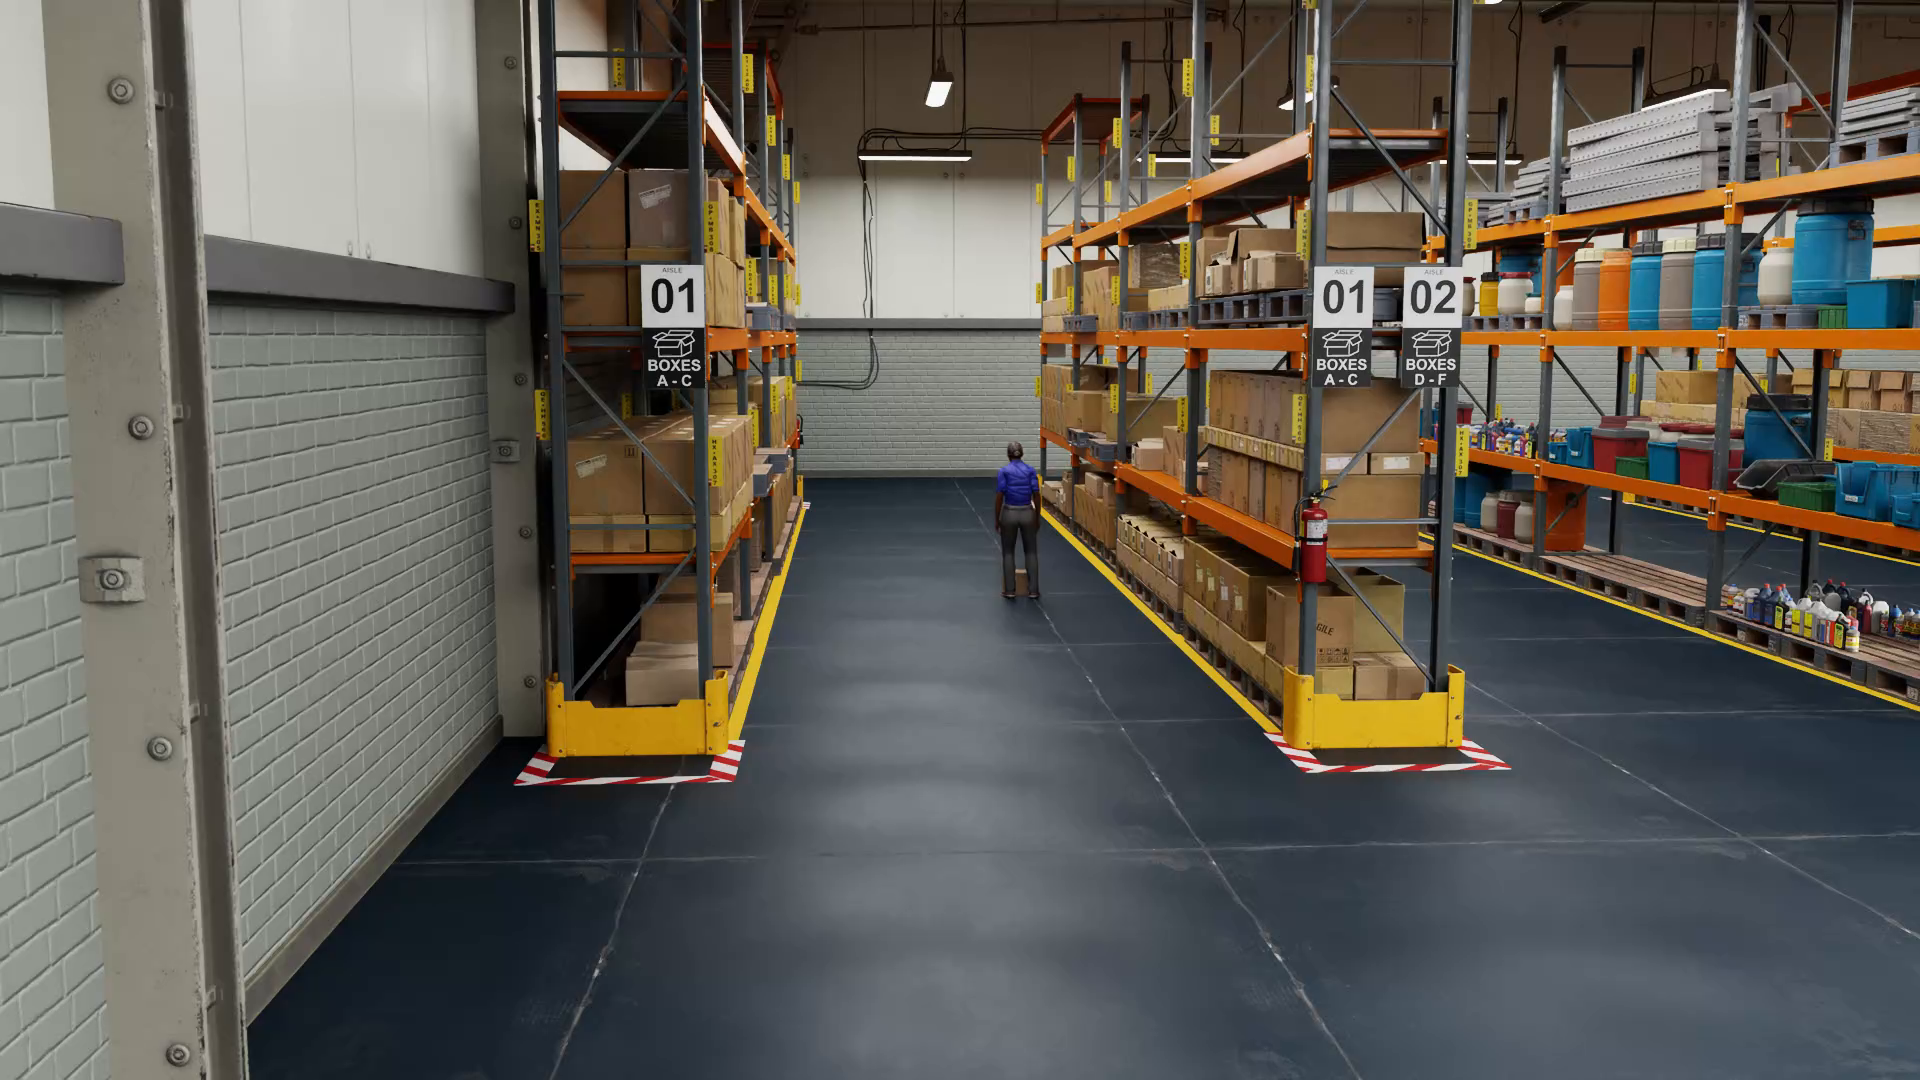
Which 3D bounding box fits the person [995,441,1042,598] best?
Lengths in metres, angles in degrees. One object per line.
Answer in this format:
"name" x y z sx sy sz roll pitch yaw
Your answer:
"person" 0.615 -0.213 17.520 0.521 1.653 0.402 -1 7 -7
